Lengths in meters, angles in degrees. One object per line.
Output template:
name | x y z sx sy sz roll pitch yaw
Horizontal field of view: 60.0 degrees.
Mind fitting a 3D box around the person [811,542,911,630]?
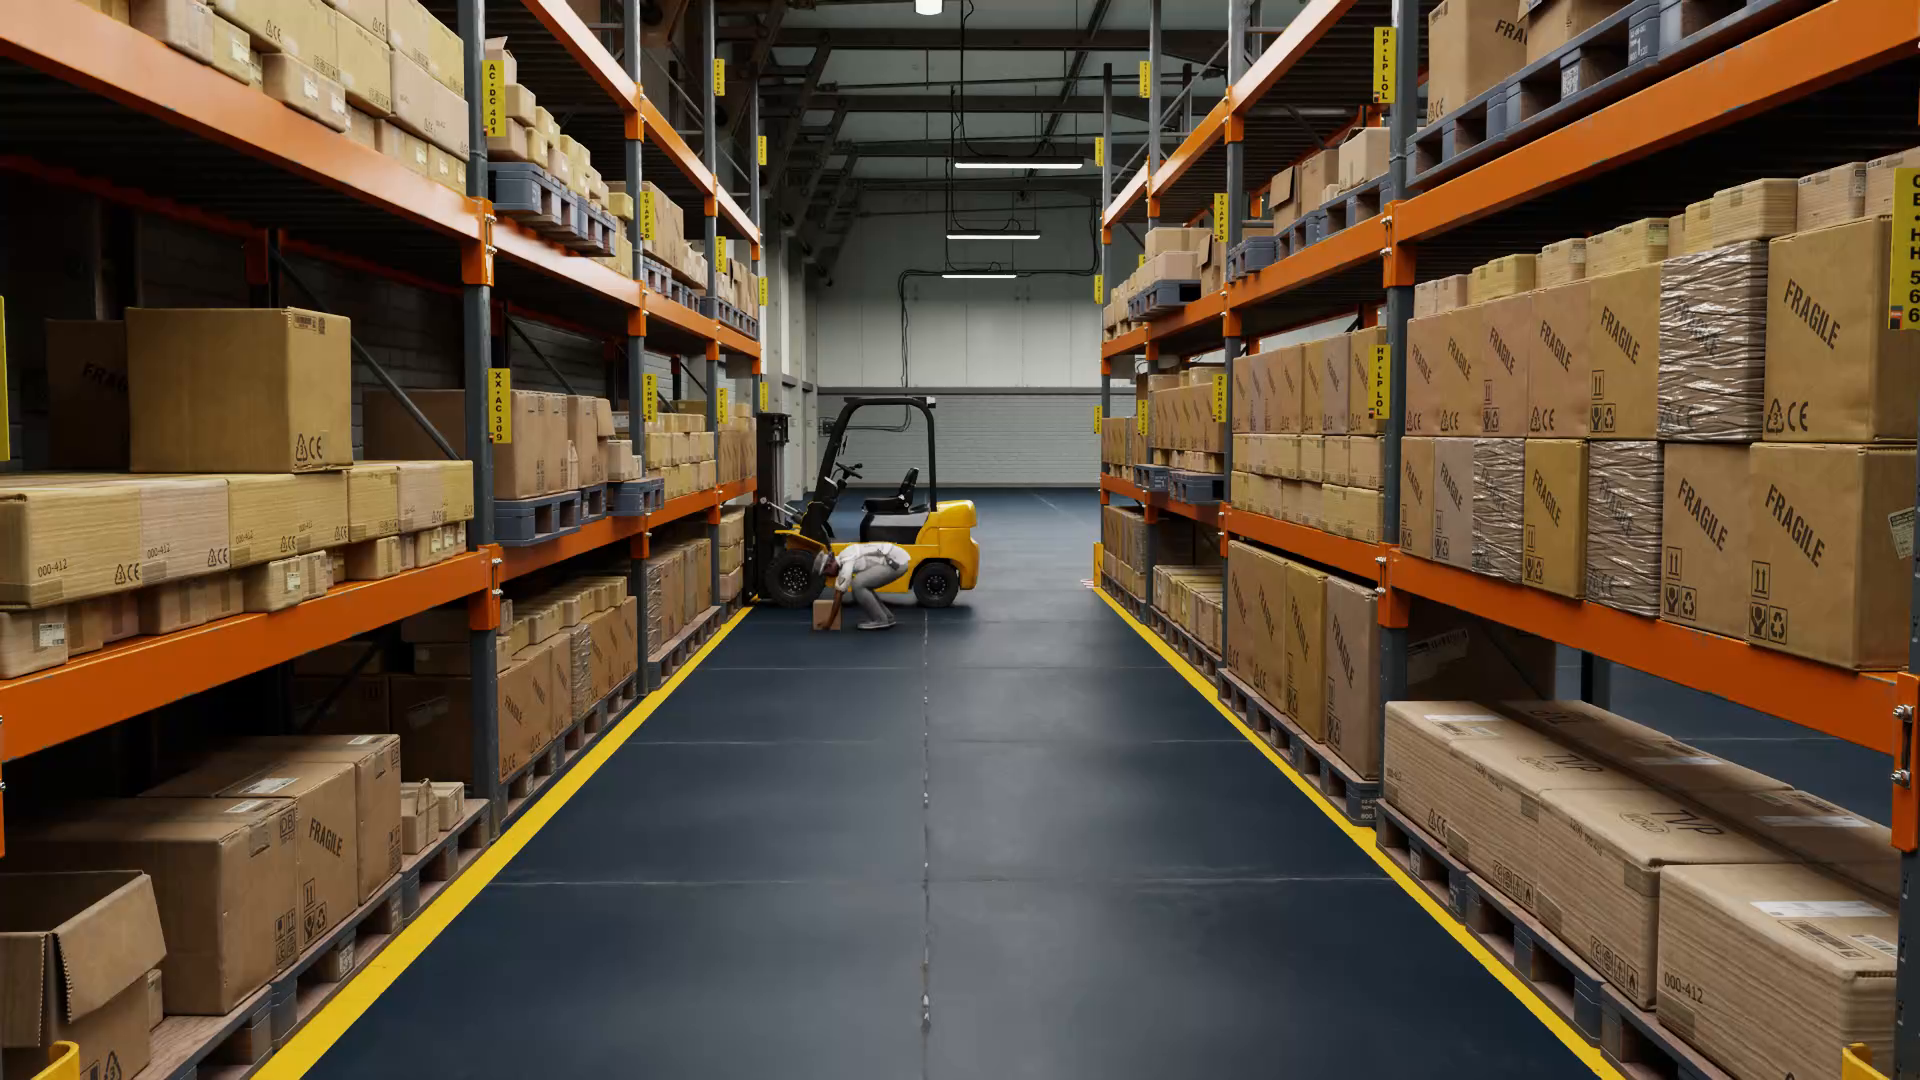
person | -0.907 0.430 15.275 0.922 0.813 0.455 0 4 -3
